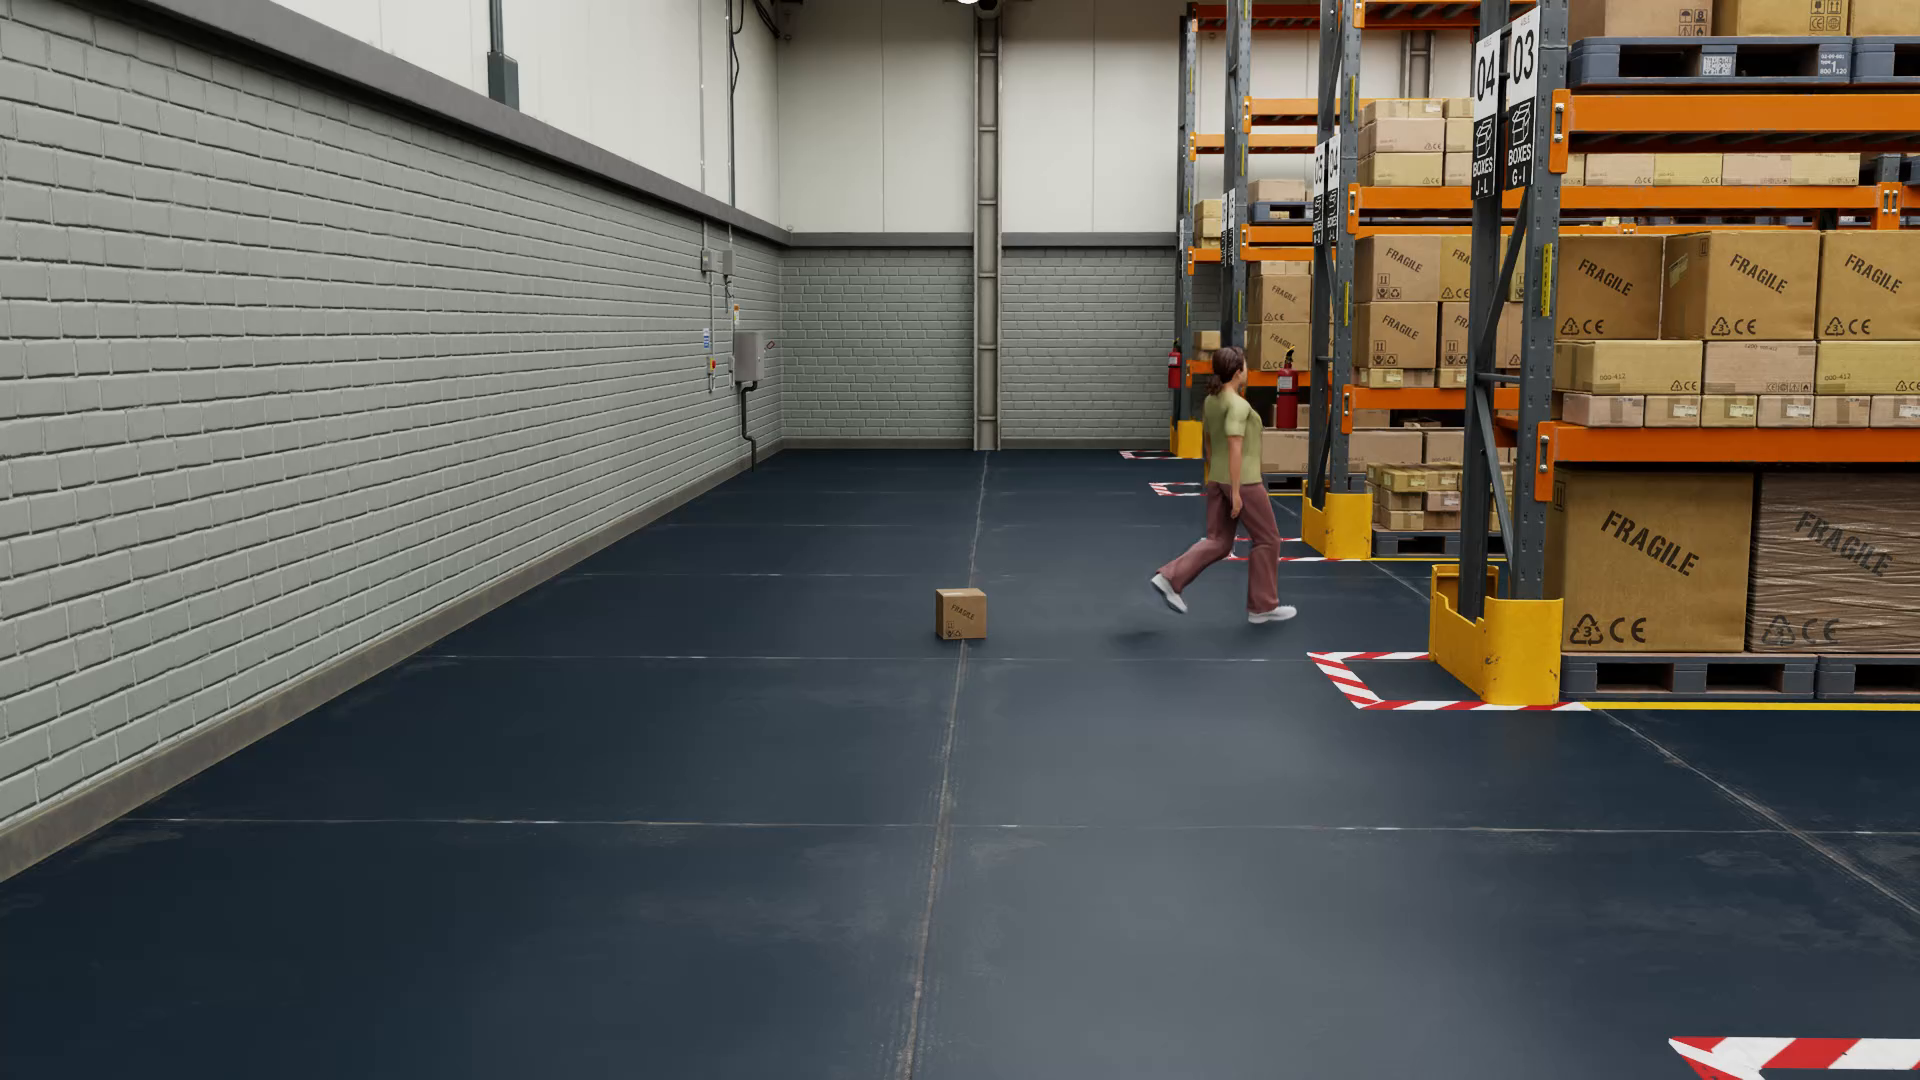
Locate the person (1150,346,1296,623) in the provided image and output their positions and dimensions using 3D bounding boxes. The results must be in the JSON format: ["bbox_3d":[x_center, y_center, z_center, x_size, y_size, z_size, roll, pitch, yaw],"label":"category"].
[{"bbox_3d":[1.560,-0.317,9.748,0.893,1.629,0.457,-3,8,-23],"label":"person"}]
